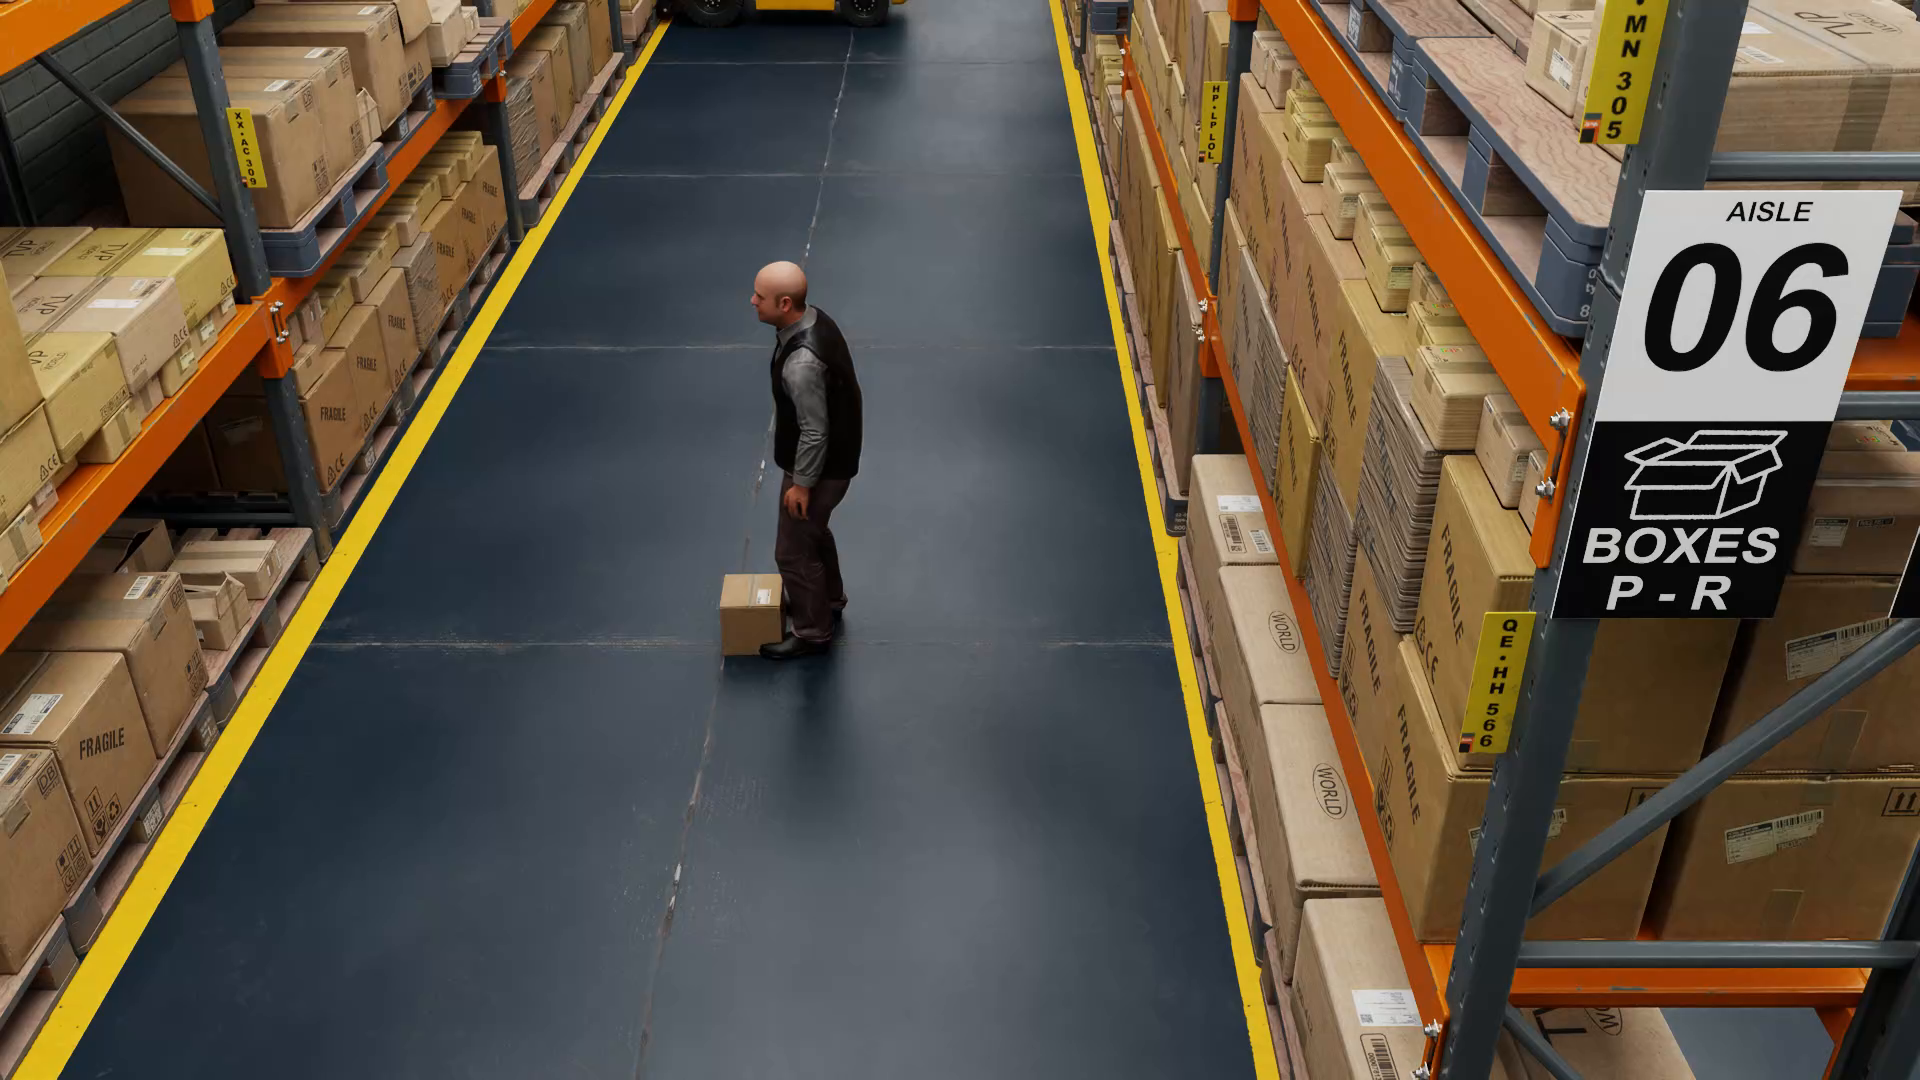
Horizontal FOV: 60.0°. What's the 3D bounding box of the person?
[{"bbox_3d":[-0.620,-0.312,6.669,0.469,1.721,0.594,-2,31,-3],"label":"person"}]
